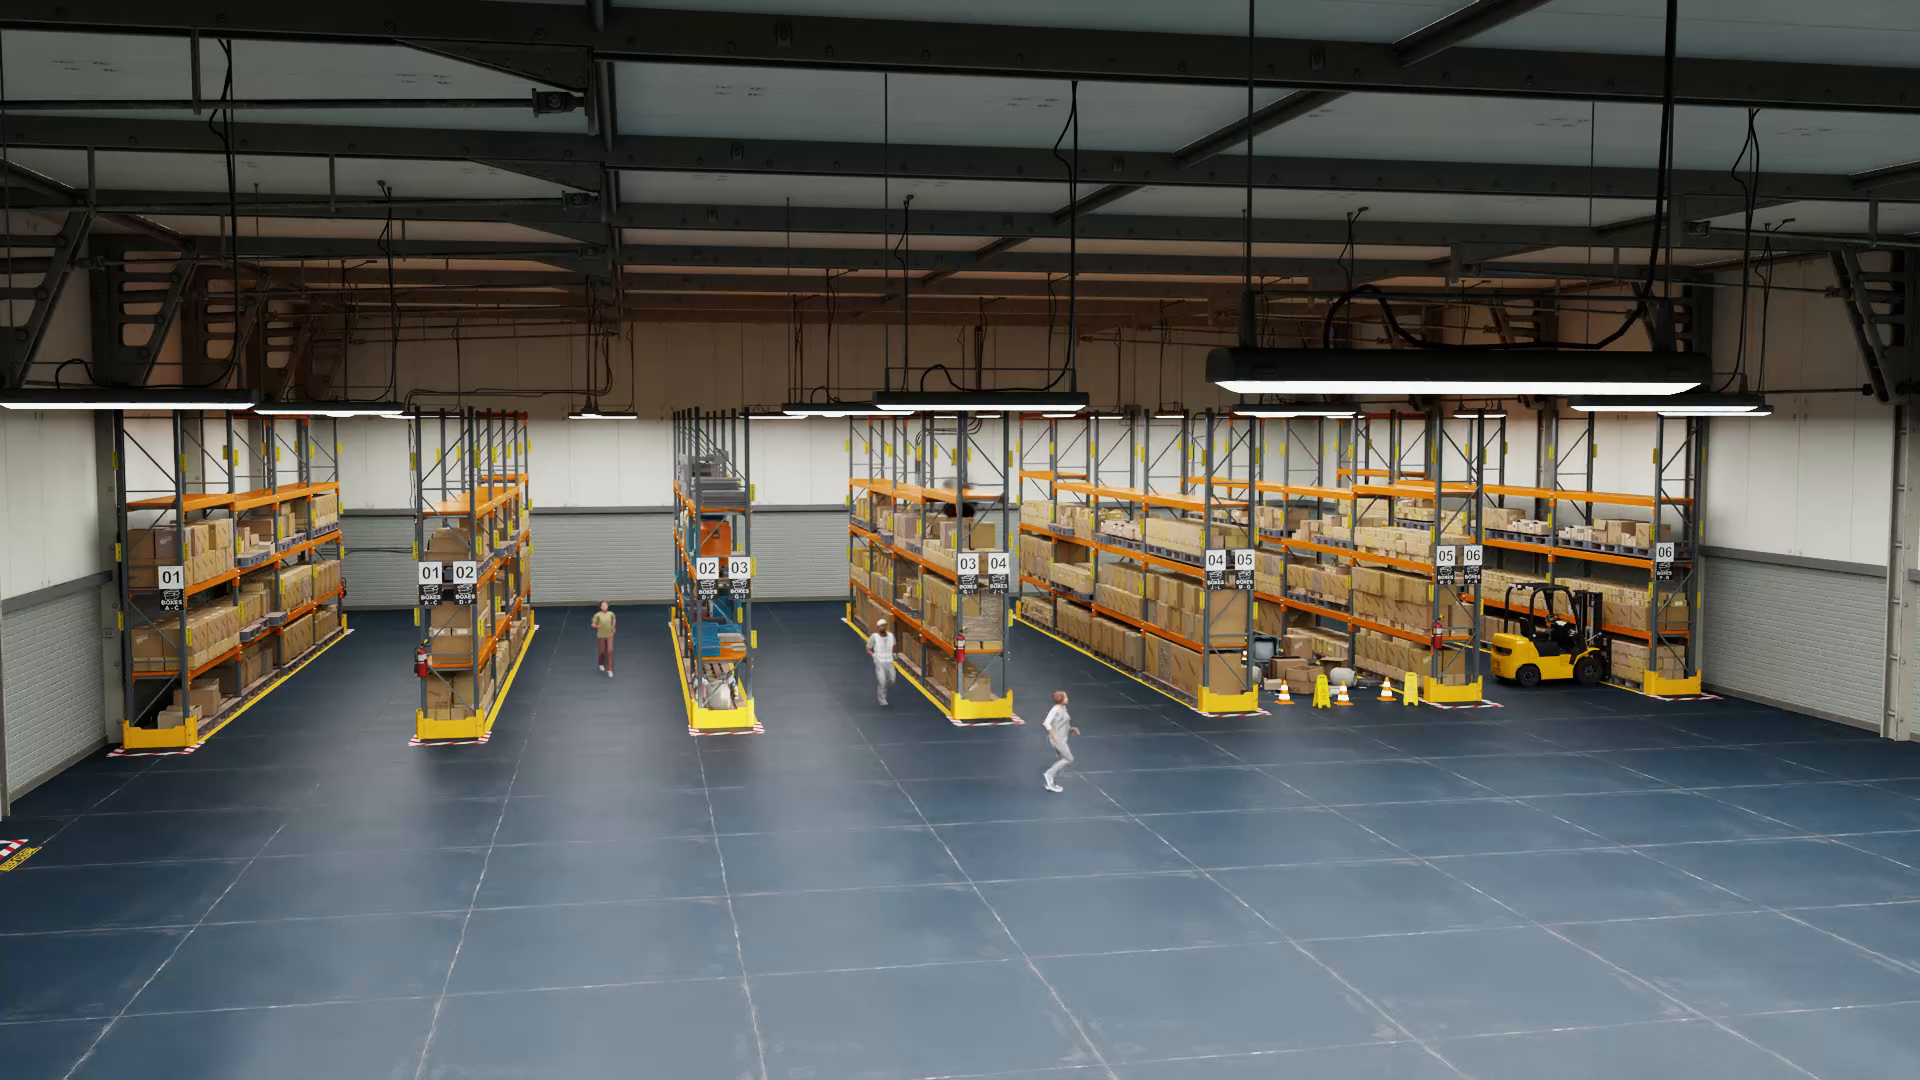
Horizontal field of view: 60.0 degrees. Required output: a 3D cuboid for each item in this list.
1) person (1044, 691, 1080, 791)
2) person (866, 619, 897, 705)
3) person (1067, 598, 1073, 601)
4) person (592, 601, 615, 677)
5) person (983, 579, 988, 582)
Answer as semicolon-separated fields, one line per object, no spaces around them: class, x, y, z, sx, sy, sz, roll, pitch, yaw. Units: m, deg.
person;1.577;3.109;25.745;0.530;1.567;0.545;1;4;14
person;-1.561;2.466;33.613;0.679;1.732;0.621;-2;4;-23
person;3.388;1.419;49.298;0.667;1.694;0.685;-4;5;-41
person;-8.015;2.197;37.500;0.574;1.673;0.951;-2;4;-22
person;0.682;1.403;49.072;0.677;1.654;0.770;3;5;41
